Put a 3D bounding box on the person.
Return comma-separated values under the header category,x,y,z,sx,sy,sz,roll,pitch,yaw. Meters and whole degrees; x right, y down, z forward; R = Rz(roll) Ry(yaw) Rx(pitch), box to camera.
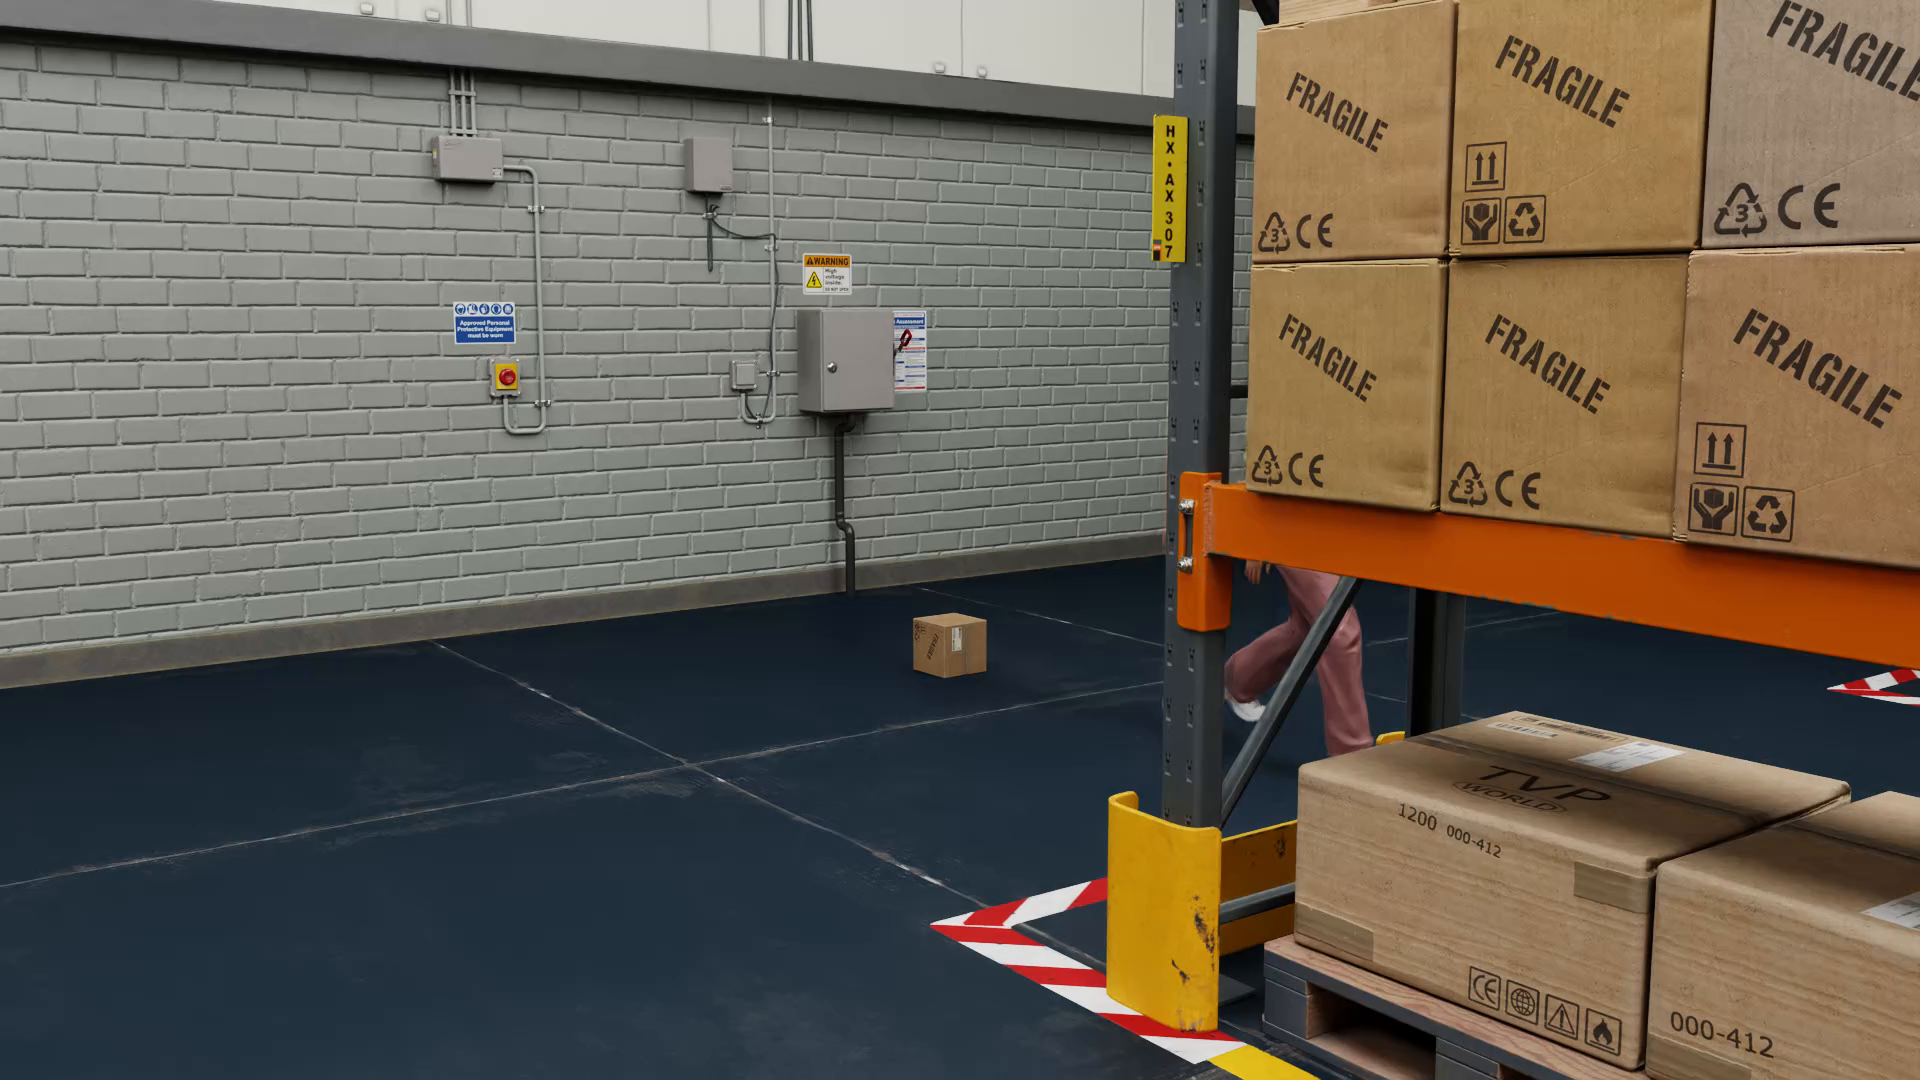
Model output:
category,x,y,z,sx,sy,sz,roll,pitch,yaw
person,1.291,0.011,6.210,0.443,1.625,0.993,-7,10,-41
